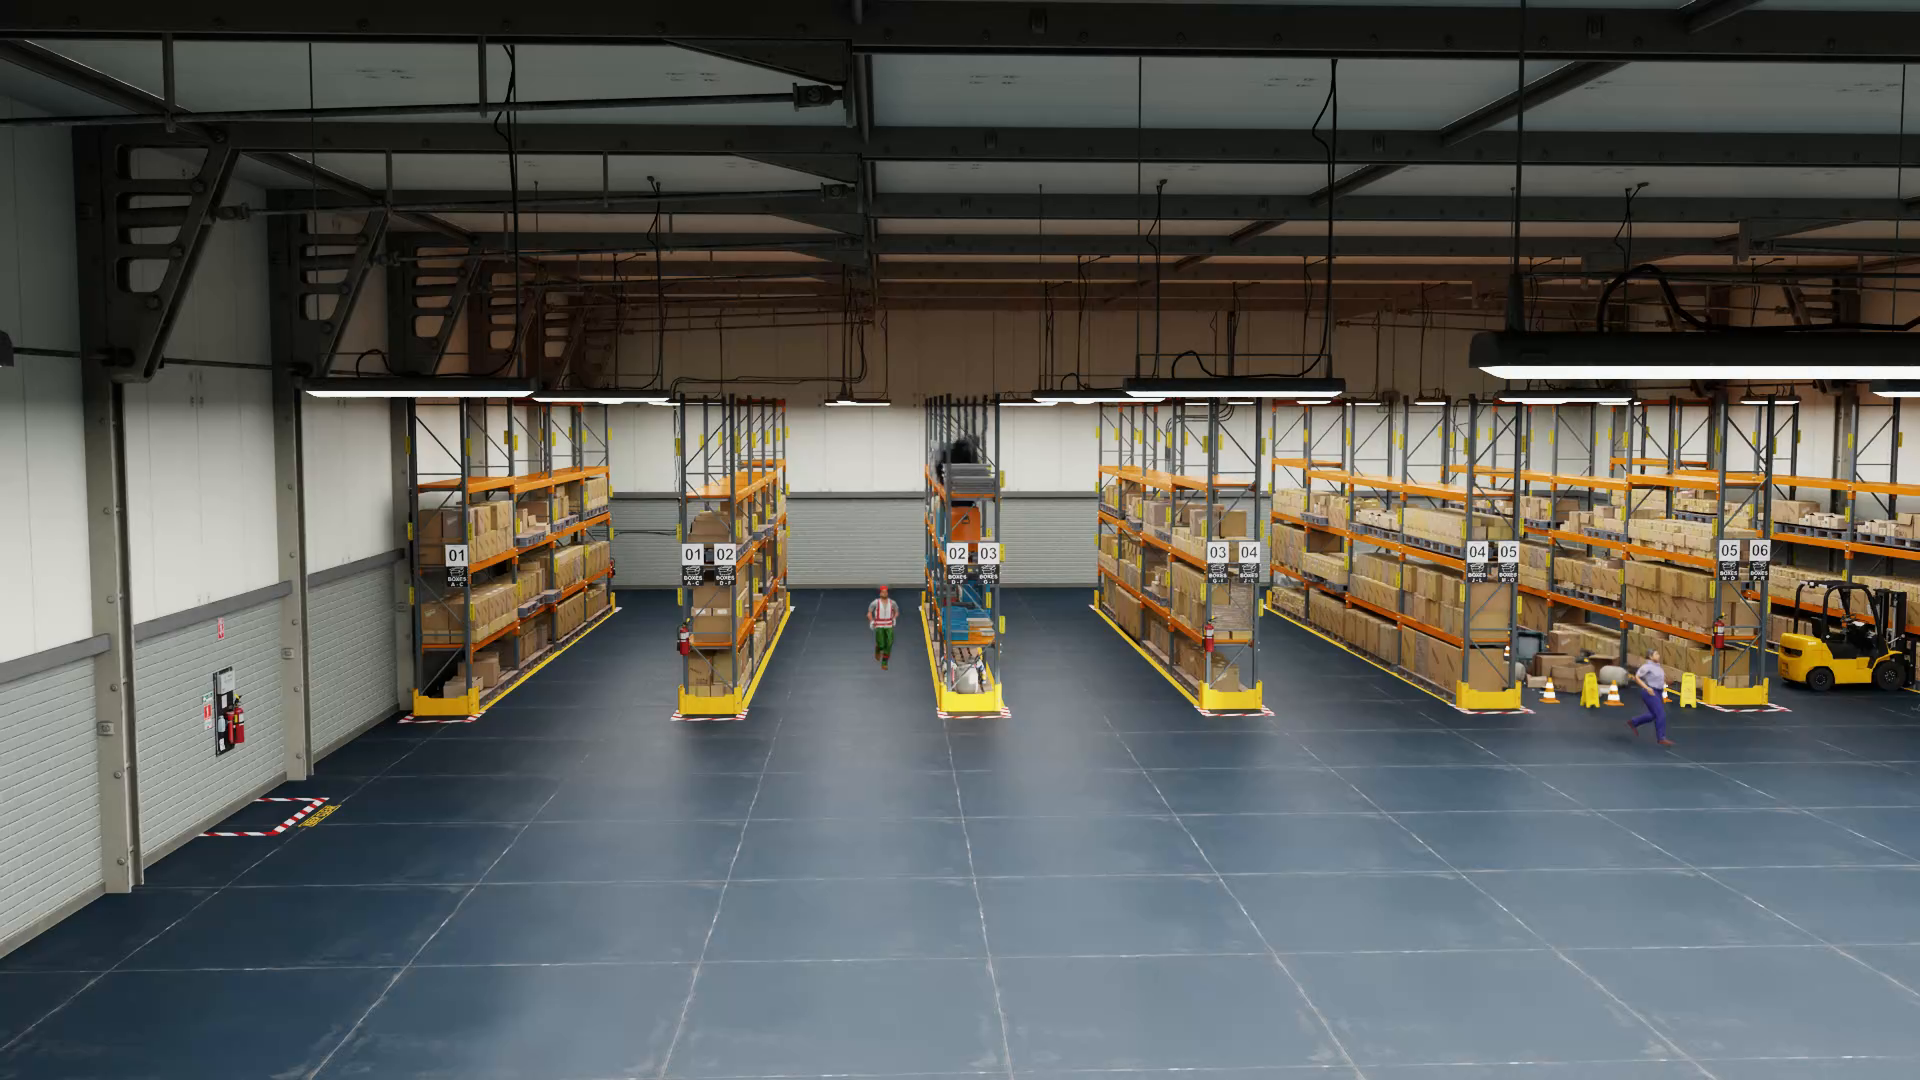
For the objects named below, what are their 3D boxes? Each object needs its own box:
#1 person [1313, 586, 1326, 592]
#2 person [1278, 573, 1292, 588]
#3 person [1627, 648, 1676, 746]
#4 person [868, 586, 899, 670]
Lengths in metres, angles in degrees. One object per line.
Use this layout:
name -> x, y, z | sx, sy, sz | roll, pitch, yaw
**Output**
person -> 10.298, 1.009, 48.828 | 0.729, 1.703, 0.950 | -4, 6, -43
person -> 9.599, 0.978, 49.033 | 0.740, 1.839, 0.696 | -1, 5, -7
person -> 11.826, 2.660, 28.447 | 0.878, 1.620, 0.619 | 4, 6, 42
person -> -1.584, 1.824, 34.710 | 0.657, 1.754, 0.605 | -1, 5, -14
